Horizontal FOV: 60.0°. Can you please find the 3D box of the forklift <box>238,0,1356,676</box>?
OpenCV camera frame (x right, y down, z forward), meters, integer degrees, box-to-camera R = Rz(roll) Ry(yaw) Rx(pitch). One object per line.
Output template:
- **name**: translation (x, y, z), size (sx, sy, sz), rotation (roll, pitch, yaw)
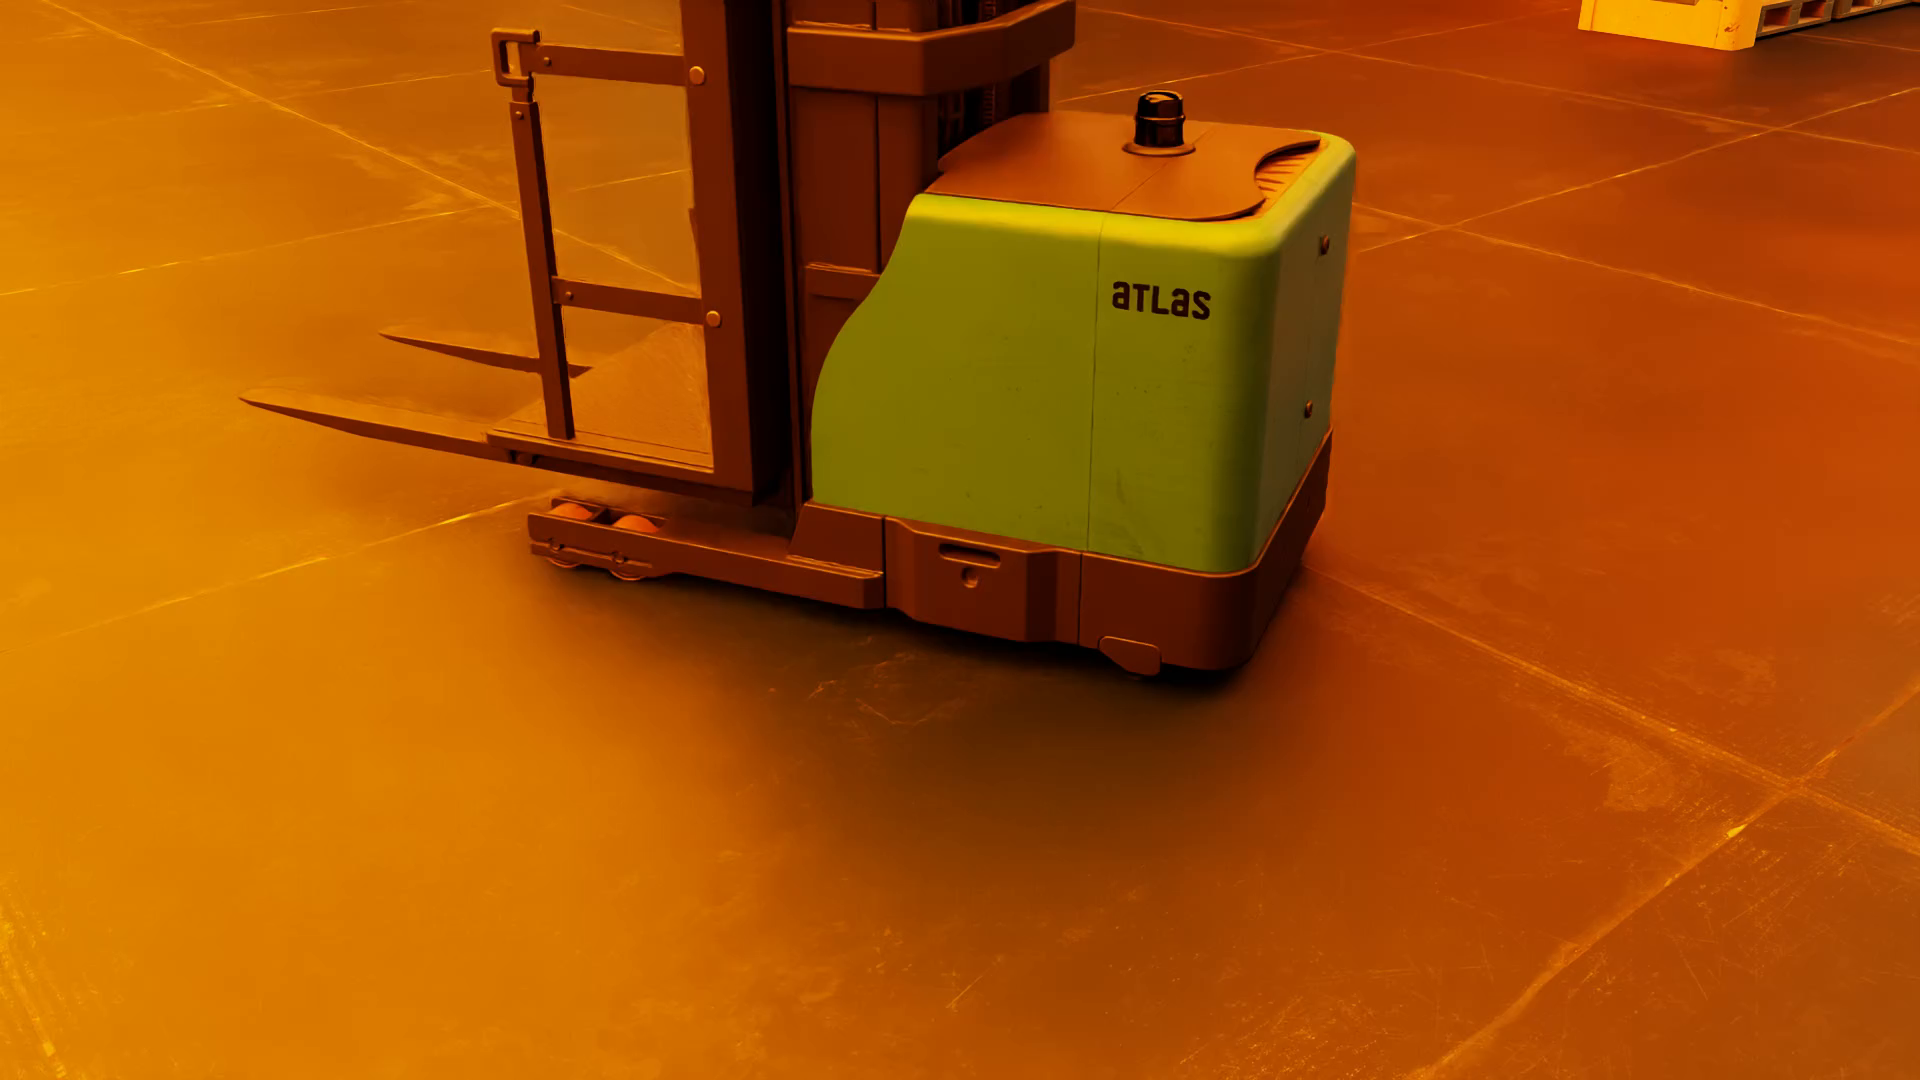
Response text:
- **forklift**: translation (-0.577, -1.411, 4.047), size (3.031, 2.935, 1.130), rotation (10, 28, 20)
